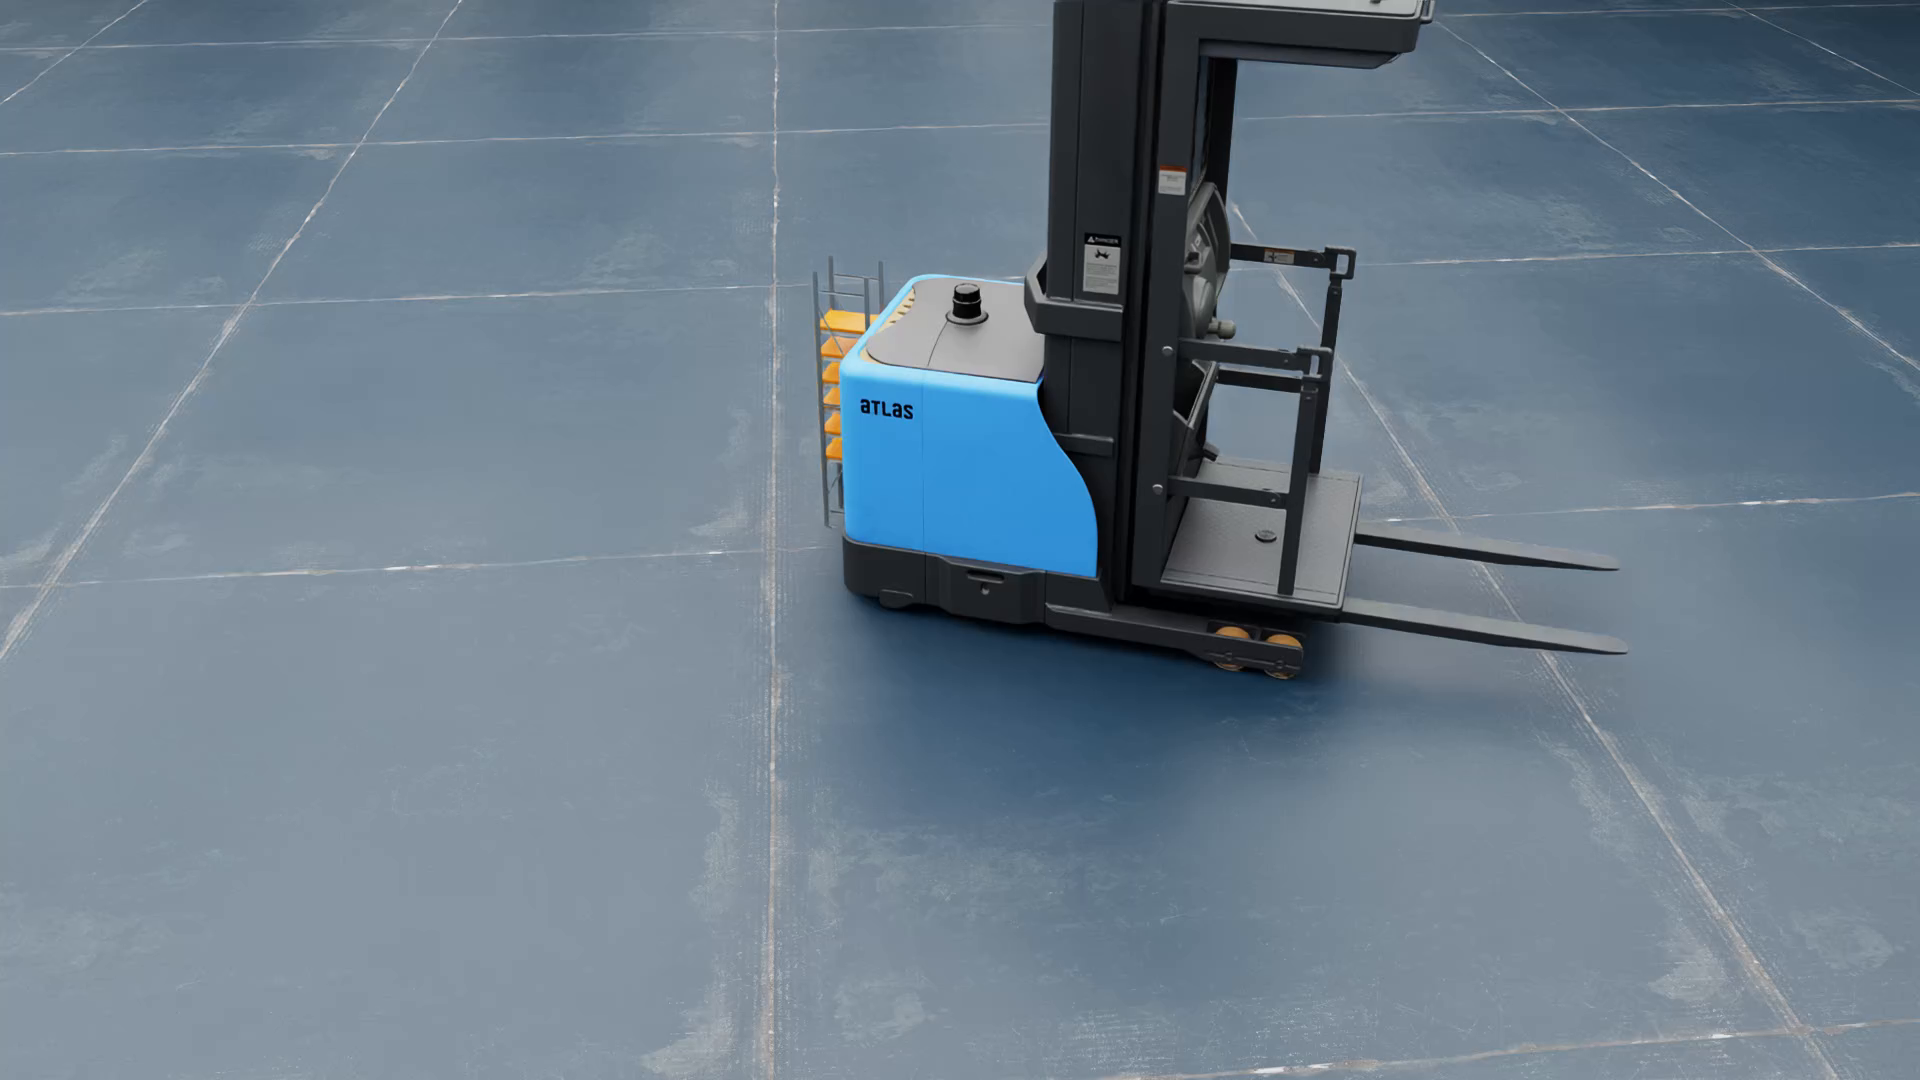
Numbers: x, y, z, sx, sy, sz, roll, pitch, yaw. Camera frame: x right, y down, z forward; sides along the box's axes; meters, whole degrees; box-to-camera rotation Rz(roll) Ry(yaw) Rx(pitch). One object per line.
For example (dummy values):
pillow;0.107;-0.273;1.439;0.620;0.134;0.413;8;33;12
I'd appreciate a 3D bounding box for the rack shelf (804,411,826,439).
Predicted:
rack shelf;-0.520;-0.469;7.186;0.258;0.103;0.180;8;32;14

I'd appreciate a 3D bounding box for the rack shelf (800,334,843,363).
rack shelf;-0.521;-0.778;7.001;0.258;0.103;0.180;8;32;14

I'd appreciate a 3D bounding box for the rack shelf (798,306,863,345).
rack shelf;-0.521;-0.881;6.940;0.258;0.103;0.180;8;32;14

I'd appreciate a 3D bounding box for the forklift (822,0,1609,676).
forklift;1.035;-1.042;6.137;3.031;2.935;1.130;8;32;14

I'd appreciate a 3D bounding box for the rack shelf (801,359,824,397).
rack shelf;-0.520;-0.675;7.063;0.258;0.103;0.180;8;32;14

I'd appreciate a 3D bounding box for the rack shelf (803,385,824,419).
rack shelf;-0.520;-0.572;7.124;0.258;0.103;0.180;8;32;14

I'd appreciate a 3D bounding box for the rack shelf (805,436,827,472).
rack shelf;-0.520;-0.366;7.248;0.258;0.103;0.180;8;32;14

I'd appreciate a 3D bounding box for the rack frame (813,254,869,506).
rack frame;-0.495;-0.656;7.177;0.240;1.200;0.006;8;32;14

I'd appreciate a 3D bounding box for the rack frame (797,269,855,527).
rack frame;-0.546;-0.565;7.026;0.240;1.200;0.006;8;32;14

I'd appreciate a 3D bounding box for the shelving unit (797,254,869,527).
shelving unit;-0.520;-0.610;7.102;0.258;1.200;0.189;8;32;14
